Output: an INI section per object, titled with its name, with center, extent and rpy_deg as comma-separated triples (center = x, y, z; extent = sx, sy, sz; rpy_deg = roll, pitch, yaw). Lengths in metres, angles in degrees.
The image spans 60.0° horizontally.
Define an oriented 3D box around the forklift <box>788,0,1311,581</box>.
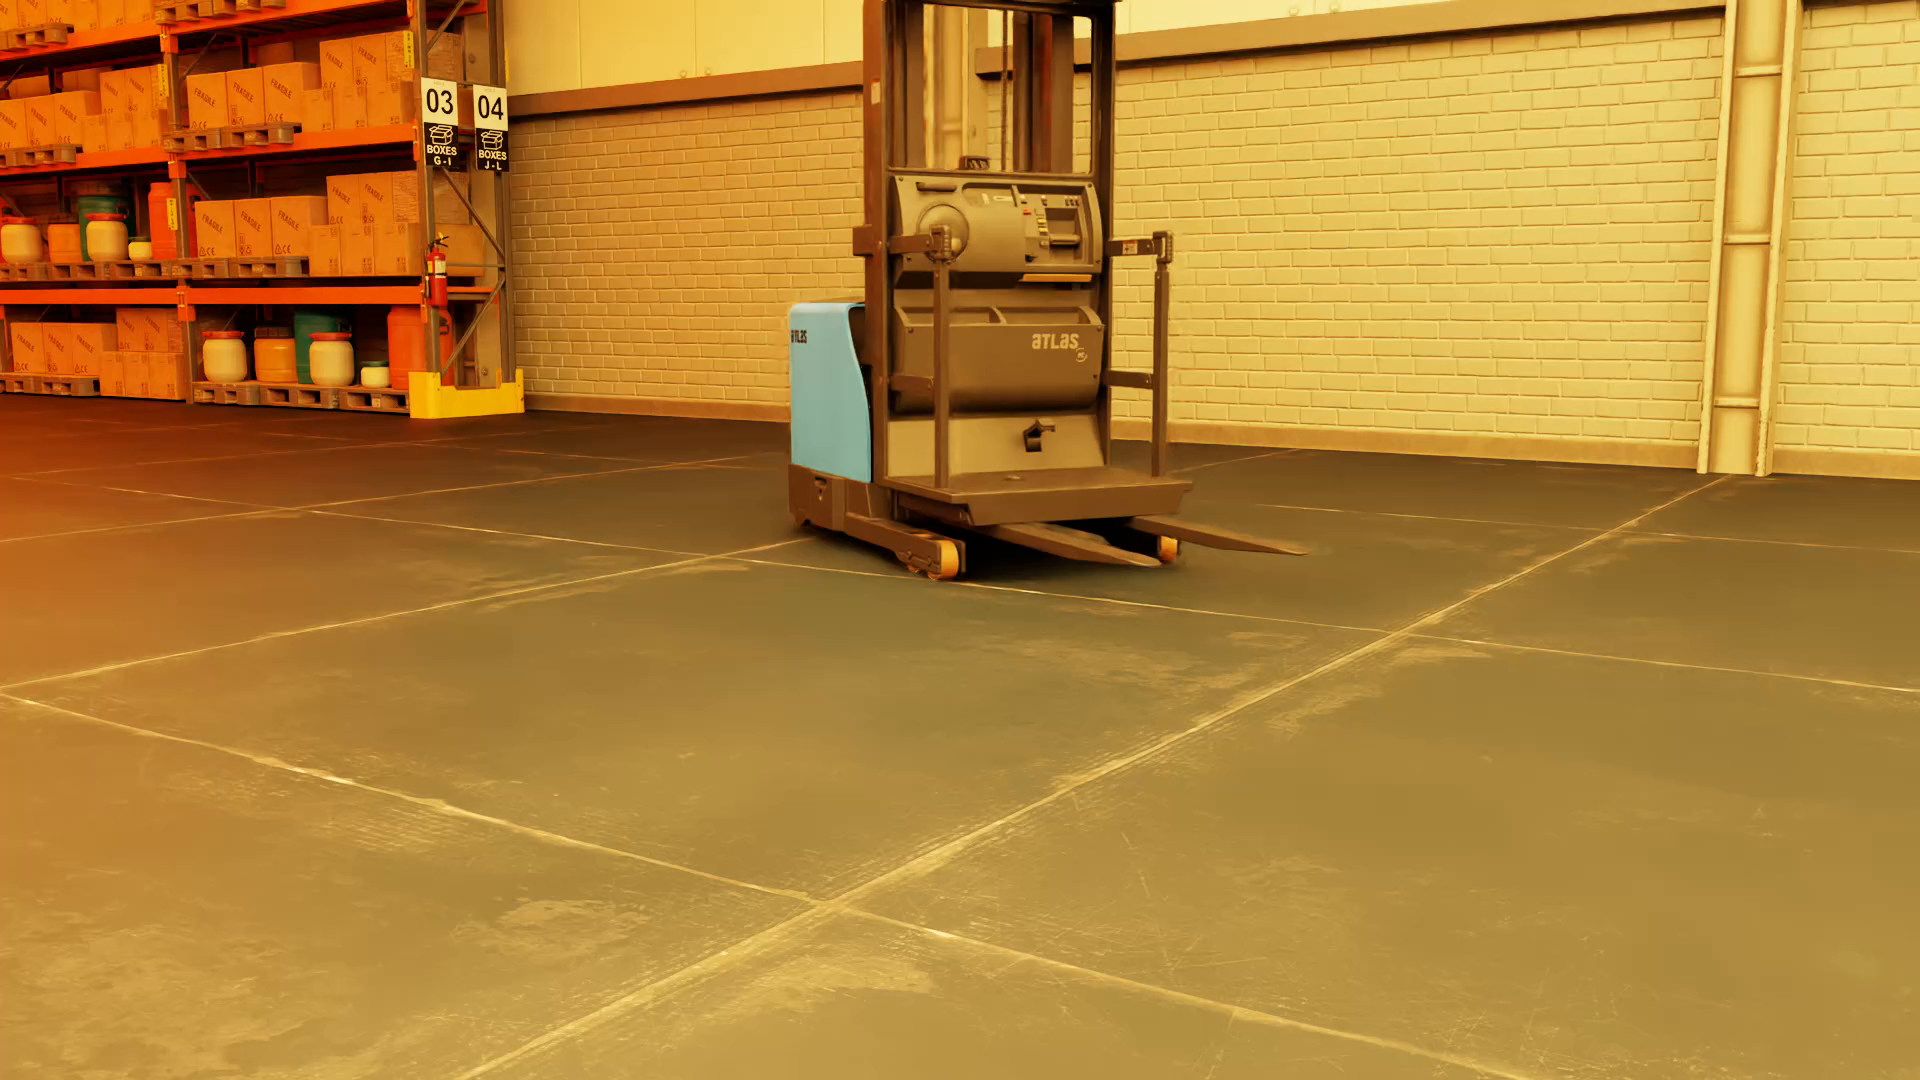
[forklift]
center = 0.261, -1.360, 6.754
extent = 1.130, 2.935, 3.031
rpy_deg = -4, 9, -25
